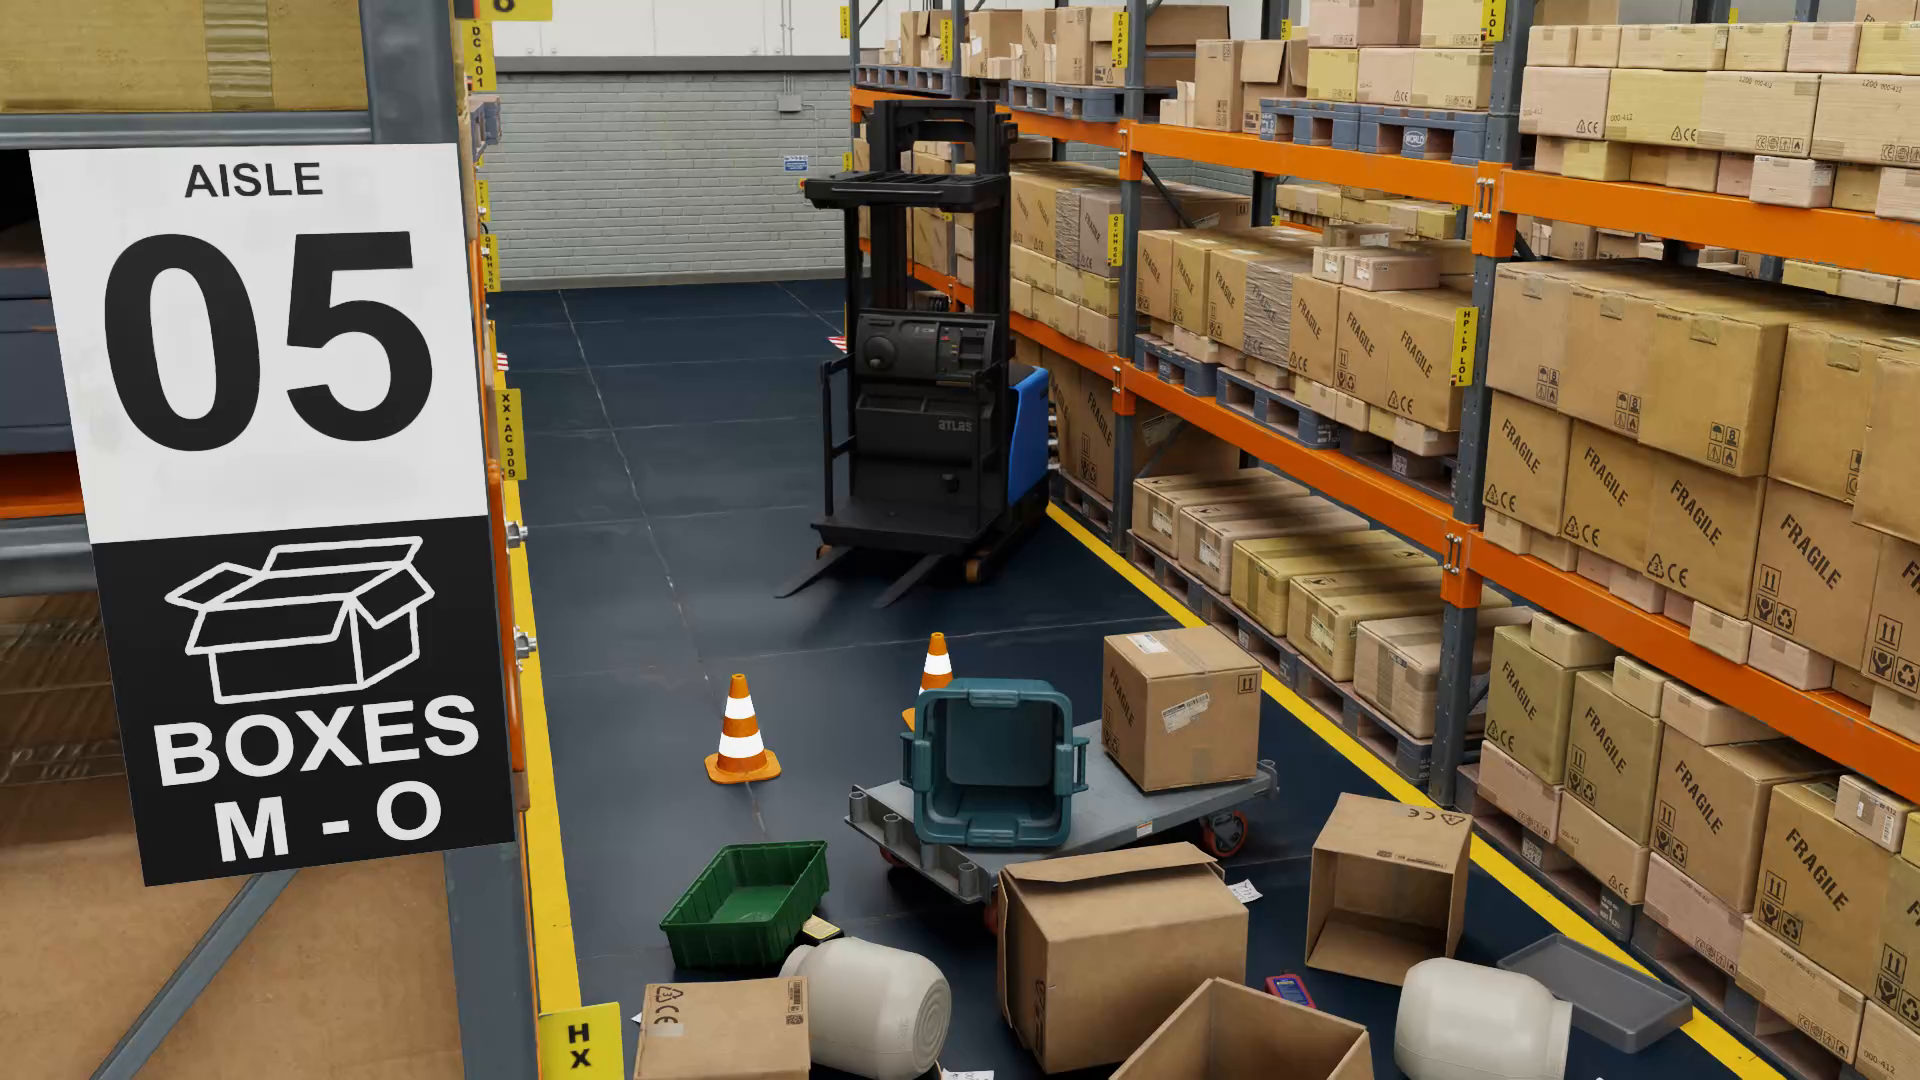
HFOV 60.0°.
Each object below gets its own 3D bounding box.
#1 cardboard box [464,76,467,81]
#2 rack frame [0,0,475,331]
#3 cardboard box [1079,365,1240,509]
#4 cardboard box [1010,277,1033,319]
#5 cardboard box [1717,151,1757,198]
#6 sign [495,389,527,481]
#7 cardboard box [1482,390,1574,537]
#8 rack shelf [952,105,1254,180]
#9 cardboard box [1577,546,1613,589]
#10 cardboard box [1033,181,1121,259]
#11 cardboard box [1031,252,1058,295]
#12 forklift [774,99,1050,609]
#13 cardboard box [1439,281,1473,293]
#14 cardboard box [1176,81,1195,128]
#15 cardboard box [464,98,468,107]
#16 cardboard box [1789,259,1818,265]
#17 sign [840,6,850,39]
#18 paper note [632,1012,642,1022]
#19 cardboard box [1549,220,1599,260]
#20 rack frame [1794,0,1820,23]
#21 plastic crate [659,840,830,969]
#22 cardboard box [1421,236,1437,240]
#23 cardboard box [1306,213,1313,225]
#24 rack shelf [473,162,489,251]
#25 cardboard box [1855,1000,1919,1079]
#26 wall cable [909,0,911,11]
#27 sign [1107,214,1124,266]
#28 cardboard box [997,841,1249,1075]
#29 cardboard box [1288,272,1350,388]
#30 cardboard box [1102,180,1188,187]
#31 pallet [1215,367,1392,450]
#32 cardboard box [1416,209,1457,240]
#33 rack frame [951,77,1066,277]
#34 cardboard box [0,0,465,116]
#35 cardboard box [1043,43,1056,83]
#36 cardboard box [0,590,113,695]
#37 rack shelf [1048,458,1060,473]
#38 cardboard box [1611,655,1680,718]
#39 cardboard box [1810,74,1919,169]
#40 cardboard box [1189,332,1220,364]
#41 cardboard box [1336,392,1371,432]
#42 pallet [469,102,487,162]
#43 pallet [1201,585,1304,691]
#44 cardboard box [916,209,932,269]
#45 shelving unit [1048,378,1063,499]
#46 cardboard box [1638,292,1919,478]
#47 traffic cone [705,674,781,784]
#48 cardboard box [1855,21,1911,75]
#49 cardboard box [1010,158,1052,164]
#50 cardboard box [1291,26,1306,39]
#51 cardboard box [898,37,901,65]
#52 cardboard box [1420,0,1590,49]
[{"bbox_3d":[-1.425,-1.079,4.149,0.380,0.149,0.250,-4,17,-14],"label":"cardboard box"},{"bbox_3d":[-1.012,-1.637,1.259,1.000,3.000,0.127,-5,17,-15],"label":"rack frame"},{"bbox_3d":[1.411,-0.777,11.788,0.875,0.875,0.875,-5,17,-16],"label":"cardboard box"},{"bbox_3d":[0.686,-1.863,12.700,0.500,0.250,0.500,-5,17,-16],"label":"cardboard box"},{"bbox_3d":[2.756,-1.216,5.509,0.380,0.149,0.250,-5,18,-17],"label":"cardboard box"},{"bbox_3d":[-1.578,-0.367,5.817,0.100,0.325,0.005,-5,17,-15],"label":"sign"},{"bbox_3d":[2.473,-0.336,6.665,0.500,0.500,0.500,-5,17,-15],"label":"cardboard box"},{"bbox_3d":[0.971,-3.041,12.398,1.077,0.370,4.000,-5,17,-15],"label":"rack shelf"},{"bbox_3d":[2.620,0.080,6.407,0.380,0.149,0.250,-5,17,-16],"label":"cardboard box"},{"bbox_3d":[0.848,-2.324,12.063,0.500,0.500,0.500,-5,17,-15],"label":"cardboard box"},{"bbox_3d":[0.839,-1.959,12.150,0.500,0.250,0.500,-5,17,-17],"label":"cardboard box"},{"bbox_3d":[-0.291,-1.249,10.516,1.130,2.935,3.031,5,18,17],"label":"forklift"},{"bbox_3d":[2.629,-0.972,8.052,0.500,0.500,0.500,-5,17,-15],"label":"cardboard box"},{"bbox_3d":[1.514,-2.597,9.902,0.396,0.266,0.258,-5,17,-15],"label":"cardboard box"},{"bbox_3d":[-0.937,-0.589,2.517,0.380,0.149,0.250,-5,17,-15],"label":"cardboard box"},{"bbox_3d":[6.097,-2.036,11.716,0.380,0.149,0.250,-4,17,-14],"label":"cardboard box"},{"bbox_3d":[-1.213,-5.459,17.542,0.100,0.325,0.005,-5,17,-15],"label":"sign"},{"bbox_3d":[-1.056,1.666,5.851,0.142,0.020,0.147,11,20,32],"label":"paper note"},{"bbox_3d":[5.469,-2.633,14.099,0.700,0.500,0.500,-5,17,-16],"label":"cardboard box"},{"bbox_3d":[6.292,-4.662,11.331,1.000,3.000,0.127,-5,17,-15],"label":"rack frame"},{"bbox_3d":[-0.804,1.394,6.386,0.450,0.188,0.662,-6,15,16],"label":"plastic crate"},{"bbox_3d":[4.770,-2.914,16.375,0.380,0.149,0.250,-4,17,-14],"label":"cardboard box"},{"bbox_3d":[4.140,-3.632,18.767,0.380,0.149,0.250,-5,17,-16],"label":"cardboard box"},{"bbox_3d":[-2.661,-1.515,7.319,1.077,0.370,4.000,-5,17,-15],"label":"rack shelf"},{"bbox_3d":[3.104,1.587,5.005,0.500,0.250,0.500,-5,17,-15],"label":"cardboard box"},{"bbox_3d":[-1.788,-8.092,22.747,2.355,3.000,0.029,-5,17,-15],"label":"wall cable"},{"bbox_3d":[0.988,-1.905,10.569,0.100,0.325,0.005,-5,17,-15],"label":"sign"},{"bbox_3d":[0.537,1.404,5.667,0.797,0.637,0.503,-5,17,-15],"label":"cardboard box"},{"bbox_3d":[1.999,-1.071,8.381,0.500,0.500,0.500,-4,17,-13],"label":"cardboard box"},{"bbox_3d":[1.347,-2.359,12.179,0.500,0.500,0.500,-4,17,-14],"label":"cardboard box"},{"bbox_3d":[2.104,-0.760,9.100,1.003,0.211,1.213,-5,17,-15],"label":"pallet"},{"bbox_3d":[4.819,-3.088,16.261,0.500,0.250,0.500,-4,17,-14],"label":"cardboard box"},{"bbox_3d":[0.422,-2.502,14.568,1.000,3.000,0.127,-5,17,-15],"label":"rack frame"},{"bbox_3d":[-0.898,-0.674,2.106,0.500,0.250,0.500,-5,17,-15],"label":"cardboard box"},{"bbox_3d":[0.806,-3.322,11.588,0.396,0.266,0.258,-5,17,-17],"label":"cardboard box"},{"bbox_3d":[-1.317,0.397,2.779,0.875,0.550,0.550,-5,17,-15],"label":"cardboard box"},{"bbox_3d":[0.610,-0.541,12.366,0.200,0.077,0.258,-8,13,-13],"label":"rack shelf"},{"bbox_3d":[2.642,0.523,6.117,0.380,0.149,0.250,-4,17,-13],"label":"cardboard box"},{"bbox_3d":[2.894,-1.232,4.870,0.500,0.250,0.500,-5,17,-15],"label":"cardboard box"},{"bbox_3d":[1.563,-1.134,9.720,0.380,0.149,0.250,-5,17,-15],"label":"cardboard box"},{"bbox_3d":[2.052,-0.633,8.053,0.380,0.149,0.250,-5,17,-16],"label":"cardboard box"},{"bbox_3d":[-2.673,-1.840,7.476,1.003,0.211,1.213,-4,17,-13],"label":"pallet"},{"bbox_3d":[2.066,0.493,9.444,1.003,0.211,1.213,-5,17,-15],"label":"pallet"},{"bbox_3d":[-0.098,-2.800,15.386,0.500,0.500,0.500,-5,17,-17],"label":"cardboard box"},{"bbox_3d":[0.593,-0.749,12.320,0.210,0.900,0.258,-8,13,-13],"label":"shelving unit"},{"bbox_3d":[2.764,-0.536,5.592,0.700,0.500,0.500,-5,17,-16],"label":"cardboard box"},{"bbox_3d":[-1.028,0.855,7.802,0.336,0.463,0.334,-5,17,-15],"label":"traffic cone"},{"bbox_3d":[2.900,-1.451,4.905,0.380,0.149,0.250,-4,17,-14],"label":"cardboard box"},{"bbox_3d":[0.524,-3.180,14.912,0.500,0.500,0.500,-5,17,-15],"label":"cardboard box"},{"bbox_3d":[3.974,-5.606,18.562,0.500,0.250,0.500,-5,17,-16],"label":"cardboard box"},{"bbox_3d":[-0.314,-4.833,16.366,0.500,0.311,0.500,-4,17,-14],"label":"cardboard box"},{"bbox_3d":[2.338,-2.245,7.159,0.500,0.250,0.500,-4,17,-14],"label":"cardboard box"}]
